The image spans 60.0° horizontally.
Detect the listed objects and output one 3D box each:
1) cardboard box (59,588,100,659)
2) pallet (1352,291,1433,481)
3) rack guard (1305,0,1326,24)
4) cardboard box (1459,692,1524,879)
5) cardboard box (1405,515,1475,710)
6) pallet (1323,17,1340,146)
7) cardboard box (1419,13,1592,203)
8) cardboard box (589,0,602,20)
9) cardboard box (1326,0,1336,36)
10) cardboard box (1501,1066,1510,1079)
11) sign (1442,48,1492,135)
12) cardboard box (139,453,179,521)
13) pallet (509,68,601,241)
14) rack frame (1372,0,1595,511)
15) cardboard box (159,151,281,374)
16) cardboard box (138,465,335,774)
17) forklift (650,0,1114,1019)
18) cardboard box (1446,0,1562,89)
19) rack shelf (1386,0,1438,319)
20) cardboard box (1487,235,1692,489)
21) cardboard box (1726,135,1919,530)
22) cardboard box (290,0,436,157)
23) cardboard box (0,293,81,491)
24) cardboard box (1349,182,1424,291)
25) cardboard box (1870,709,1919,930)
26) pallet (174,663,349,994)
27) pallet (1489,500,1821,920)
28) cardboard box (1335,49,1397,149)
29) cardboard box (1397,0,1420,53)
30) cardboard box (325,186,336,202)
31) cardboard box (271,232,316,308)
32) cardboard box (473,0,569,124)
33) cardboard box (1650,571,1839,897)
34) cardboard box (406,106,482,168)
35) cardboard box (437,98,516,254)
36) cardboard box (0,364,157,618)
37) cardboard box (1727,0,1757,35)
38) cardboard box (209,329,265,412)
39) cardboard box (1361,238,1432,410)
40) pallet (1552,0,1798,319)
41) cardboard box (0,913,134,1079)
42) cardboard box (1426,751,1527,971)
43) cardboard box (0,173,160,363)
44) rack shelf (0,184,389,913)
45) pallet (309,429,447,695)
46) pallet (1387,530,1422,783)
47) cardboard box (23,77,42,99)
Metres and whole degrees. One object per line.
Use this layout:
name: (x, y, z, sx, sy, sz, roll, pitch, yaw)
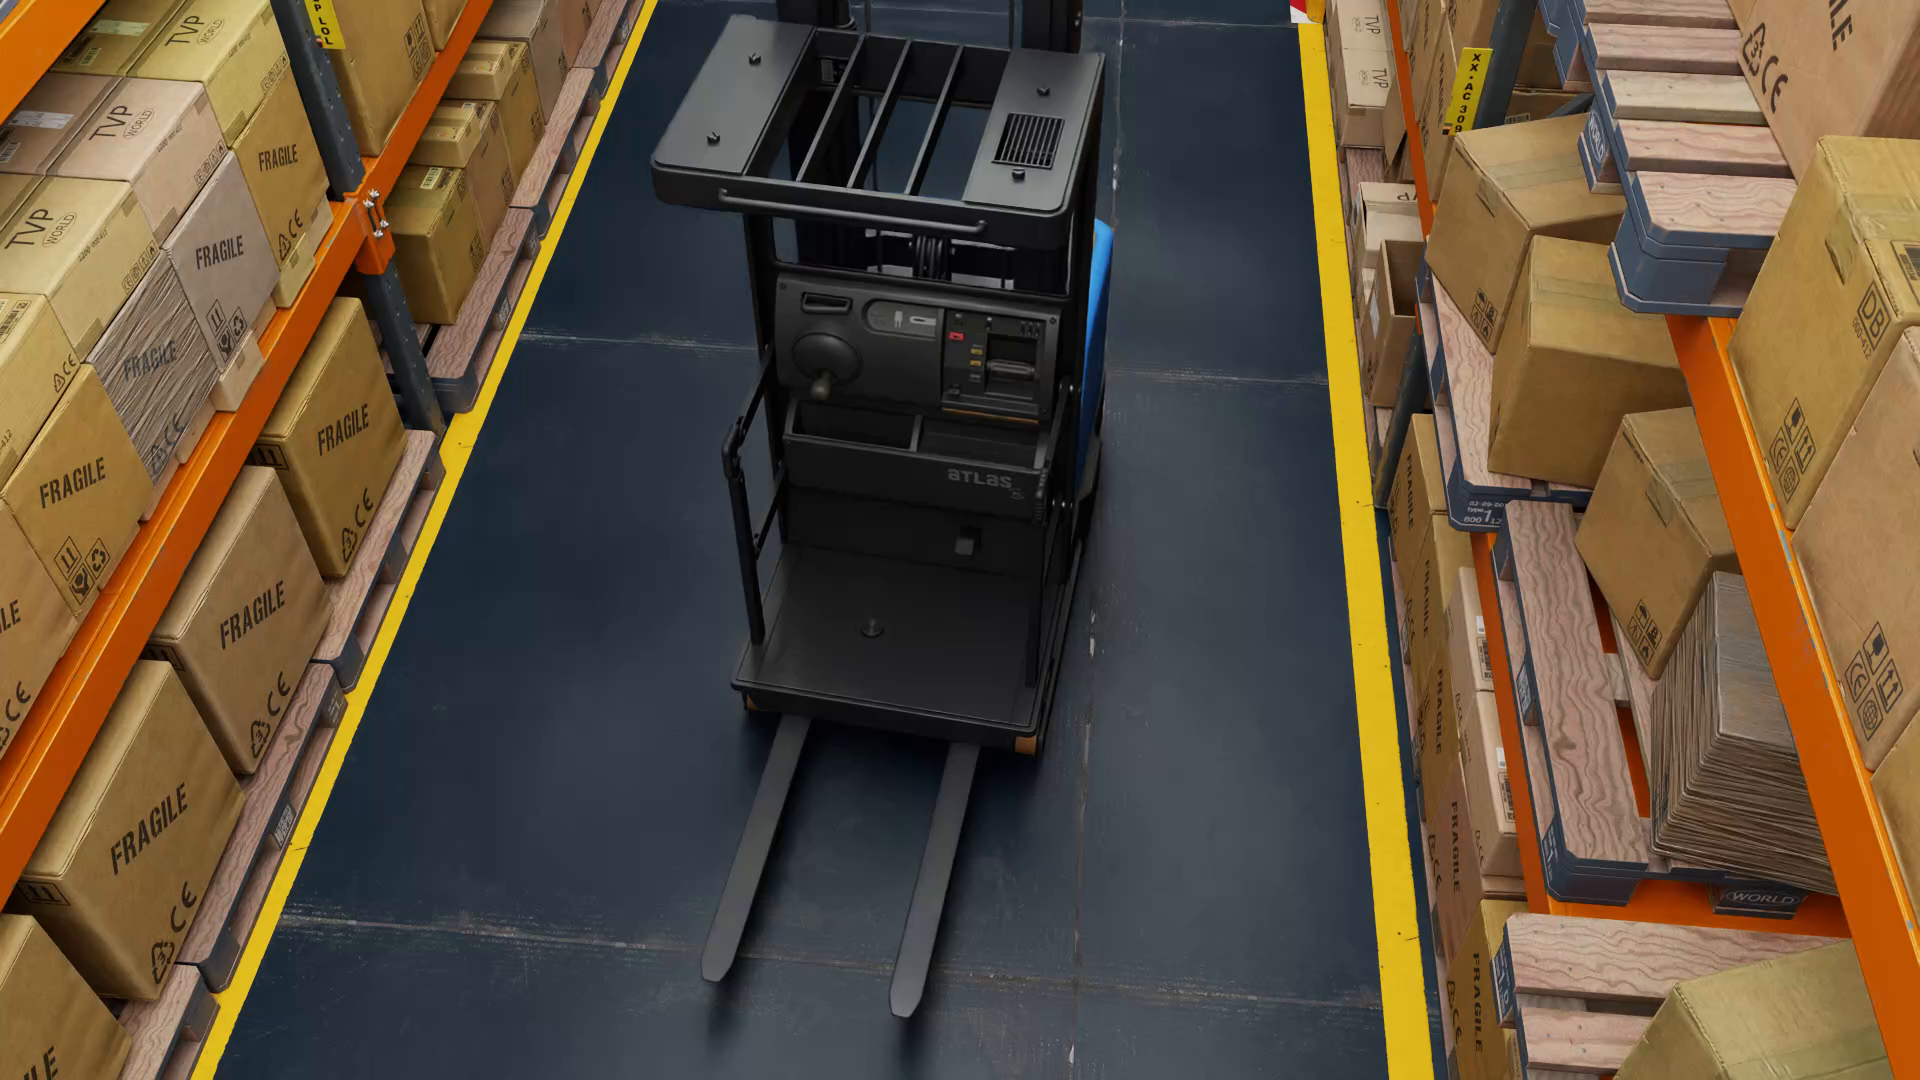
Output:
cardboard box: (-2.695, 0.183, 4.707, 0.380, 0.149, 0.250, 4, 48, 4)
pallet: (2.277, -0.713, 7.260, 1.003, 0.211, 1.213, 4, 48, 4)
rack guard: (2.571, -3.190, 9.329, 1.175, 0.500, 0.348, 4, 48, 4)
cardboard box: (1.790, 0.735, 4.933, 0.500, 0.250, 0.500, 3, 48, 3)
cardboard box: (1.889, 0.277, 5.860, 0.500, 0.500, 0.500, 4, 48, 4)
pallet: (2.499, -2.506, 8.900, 1.003, 0.211, 1.213, 4, 48, 4)
cardboard box: (2.003, -1.568, 6.084, 0.500, 0.500, 0.500, 5, 48, 4)
cardboard box: (-2.320, -3.197, 9.050, 0.700, 0.500, 0.500, 4, 48, 4)
cardboard box: (2.174, -2.813, 8.912, 0.380, 0.166, 0.250, 4, 48, 4)
cardboard box: (1.700, 1.781, 4.484, 0.500, 0.500, 0.500, 6, 48, 5)
sign: (1.672, -1.473, 5.478, 0.100, 0.325, 0.005, 4, 48, 4)
cardboard box: (-2.629, -0.204, 5.061, 0.380, 0.149, 0.250, 3, 48, 2)
pallet: (-2.465, -1.992, 8.429, 1.003, 0.211, 1.213, 4, 48, 4)
rack frame: (2.213, -1.150, 5.769, 1.000, 3.000, 0.127, 4, 48, 4)
cardboard box: (-2.548, -0.890, 5.248, 0.500, 0.500, 0.500, 4, 48, 4)
cardboard box: (-2.728, 0.243, 5.667, 0.750, 0.750, 0.750, 5, 48, 5)
forklift: (-0.184, -0.514, 5.234, 1.130, 2.935, 3.031, 8, 48, 8)
cardboard box: (2.001, -1.910, 5.719, 0.500, 0.500, 0.500, 4, 48, 4)
rack shelf: (2.395, -2.377, 7.379, 1.077, 0.370, 4.000, 4, 48, 4)
cardboard box: (1.948, -0.483, 4.807, 0.700, 0.500, 0.500, 11, 48, 10)
cardboard box: (1.949, -0.337, 2.924, 0.910, 0.500, 0.500, 4, 48, 4)
cardboard box: (-2.655, -1.979, 6.324, 0.980, 0.700, 0.700, 5, 48, 4)
cardboard box: (-2.657, -0.390, 4.282, 0.500, 0.250, 0.500, 3, 48, 3)
cardboard box: (2.051, -1.380, 7.503, 0.500, 0.311, 0.500, 4, 48, 4)
cardboard box: (1.855, 0.420, 2.232, 0.910, 0.500, 0.500, 4, 48, 4)
pallet: (-2.824, 0.932, 5.755, 1.003, 0.211, 1.213, 4, 48, 4)
pallet: (2.021, 0.425, 4.459, 1.003, 0.211, 1.213, 4, 48, 4)
cardboard box: (2.154, -2.195, 8.290, 0.500, 0.250, 0.500, 4, 48, 4)
cardboard box: (2.093, -2.325, 6.776, 0.500, 0.500, 0.500, 5, 48, 4)
cardboard box: (-2.761, -1.447, 7.010, 0.380, 0.149, 0.250, 4, 48, 3)
cardboard box: (-2.469, -0.948, 5.741, 0.380, 0.149, 0.250, 5, 48, 4)
cardboard box: (-2.411, -2.459, 8.376, 0.700, 0.500, 0.500, 2, 48, 2)
cardboard box: (2.067, 0.484, 3.922, 0.700, 0.500, 0.500, 12, 49, 11)
cardboard box: (-2.337, -1.779, 7.315, 0.380, 0.149, 0.250, 5, 48, 5)
cardboard box: (-2.501, -1.690, 7.672, 0.700, 0.500, 0.500, 3, 48, 3)
cardboard box: (-2.643, -0.154, 4.575, 0.500, 0.500, 0.500, 5, 48, 5)
cardboard box: (2.055, -1.514, 3.649, 0.600, 0.600, 0.600, 3, 48, 3)
cardboard box: (-2.503, -0.562, 5.388, 0.380, 0.149, 0.250, 4, 48, 4)
cardboard box: (1.982, -0.893, 6.929, 0.500, 0.500, 0.500, 4, 48, 4)
pallet: (1.992, -0.862, 3.600, 1.213, 0.211, 1.003, 4, 48, 4)
cardboard box: (-2.887, 1.511, 4.507, 0.750, 0.750, 0.750, 3, 48, 3)
cardboard box: (1.789, 1.015, 5.185, 0.500, 0.500, 0.500, 2, 48, 2)
cardboard box: (-2.611, -0.764, 4.625, 0.500, 0.250, 0.500, 5, 48, 4)
rack shelf: (-2.903, 0.232, 4.993, 1.077, 0.370, 4.000, 4, 48, 4)
pallet: (-2.716, 0.033, 6.577, 1.003, 0.211, 1.213, 4, 48, 4)
pallet: (2.177, 0.391, 6.249, 1.003, 0.211, 1.213, 4, 48, 4)
cardboard box: (-3.063, -1.169, 4.995, 0.500, 0.250, 0.500, 4, 48, 4)
